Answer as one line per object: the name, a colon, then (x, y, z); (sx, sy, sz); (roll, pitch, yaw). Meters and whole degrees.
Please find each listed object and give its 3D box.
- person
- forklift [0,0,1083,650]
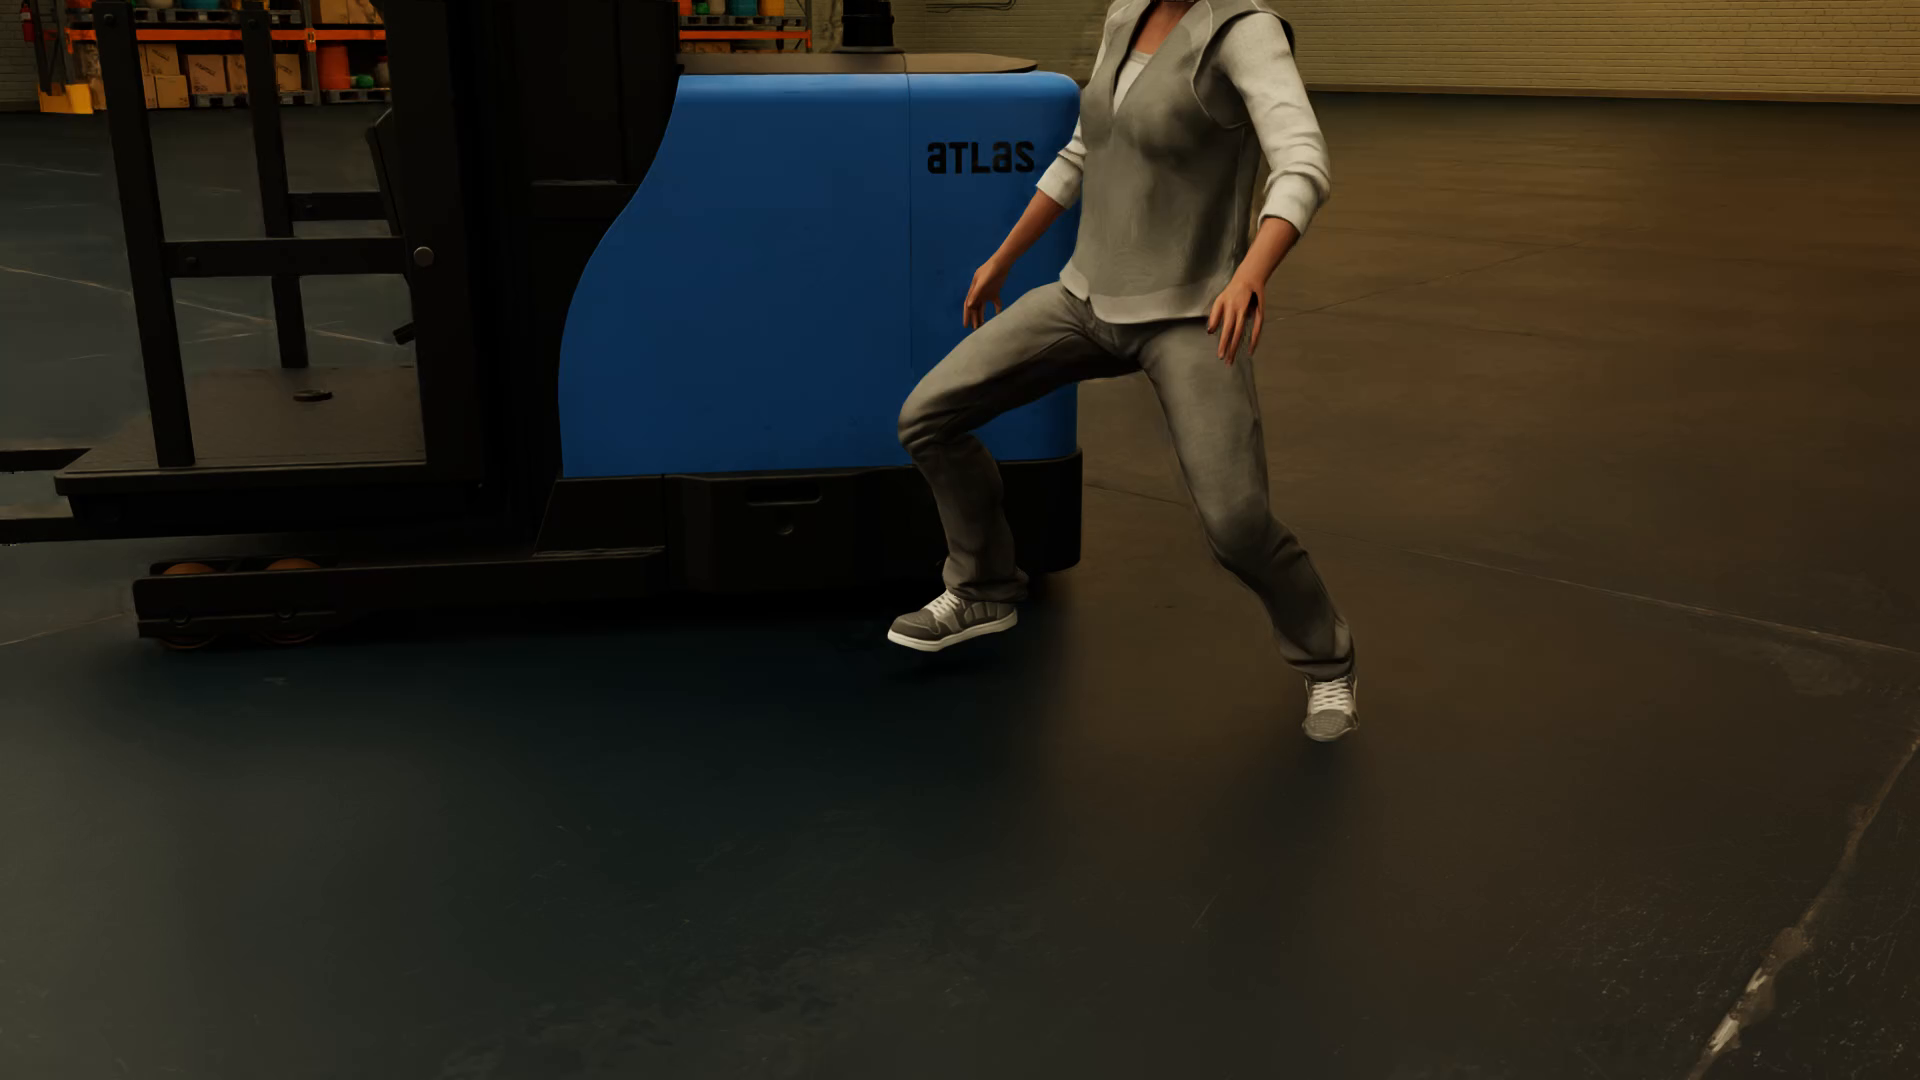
person: (0.341, -0.385, 2.777); (0.652, 1.488, 0.821); (-12, 20, -34)
forklift: (-1.304, -1.353, 3.354); (3.031, 2.935, 1.130); (-3, 17, -8)
